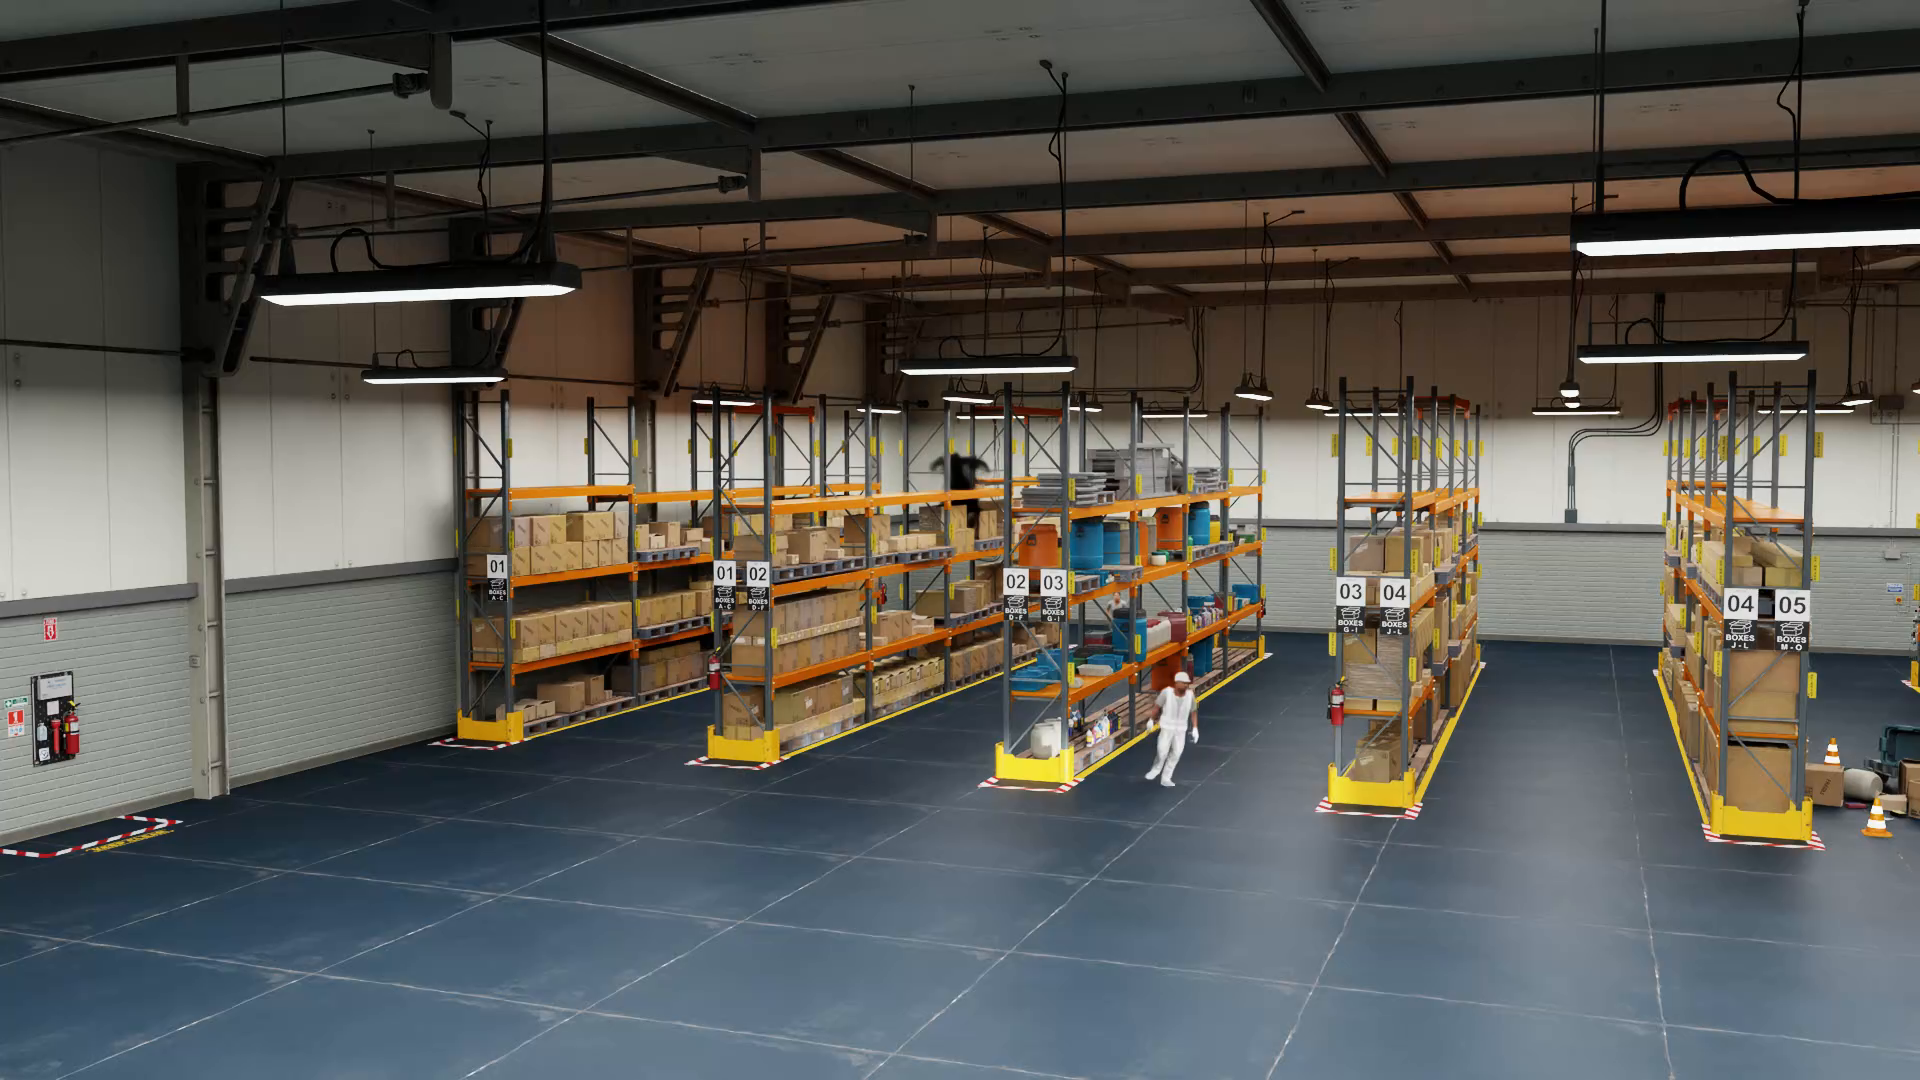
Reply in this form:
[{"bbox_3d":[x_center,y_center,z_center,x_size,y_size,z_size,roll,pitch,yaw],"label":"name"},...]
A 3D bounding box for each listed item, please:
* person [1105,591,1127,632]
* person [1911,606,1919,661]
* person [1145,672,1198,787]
[{"bbox_3d":[3.769,2.007,39.978,0.554,1.605,0.631,0,3,6],"label":"person"},{"bbox_3d":[21.143,2.171,36.410,0.512,1.653,0.655,1,3,21],"label":"person"},{"bbox_3d":[3.126,2.787,24.526,0.716,1.734,0.619,-1,3,-11],"label":"person"}]
